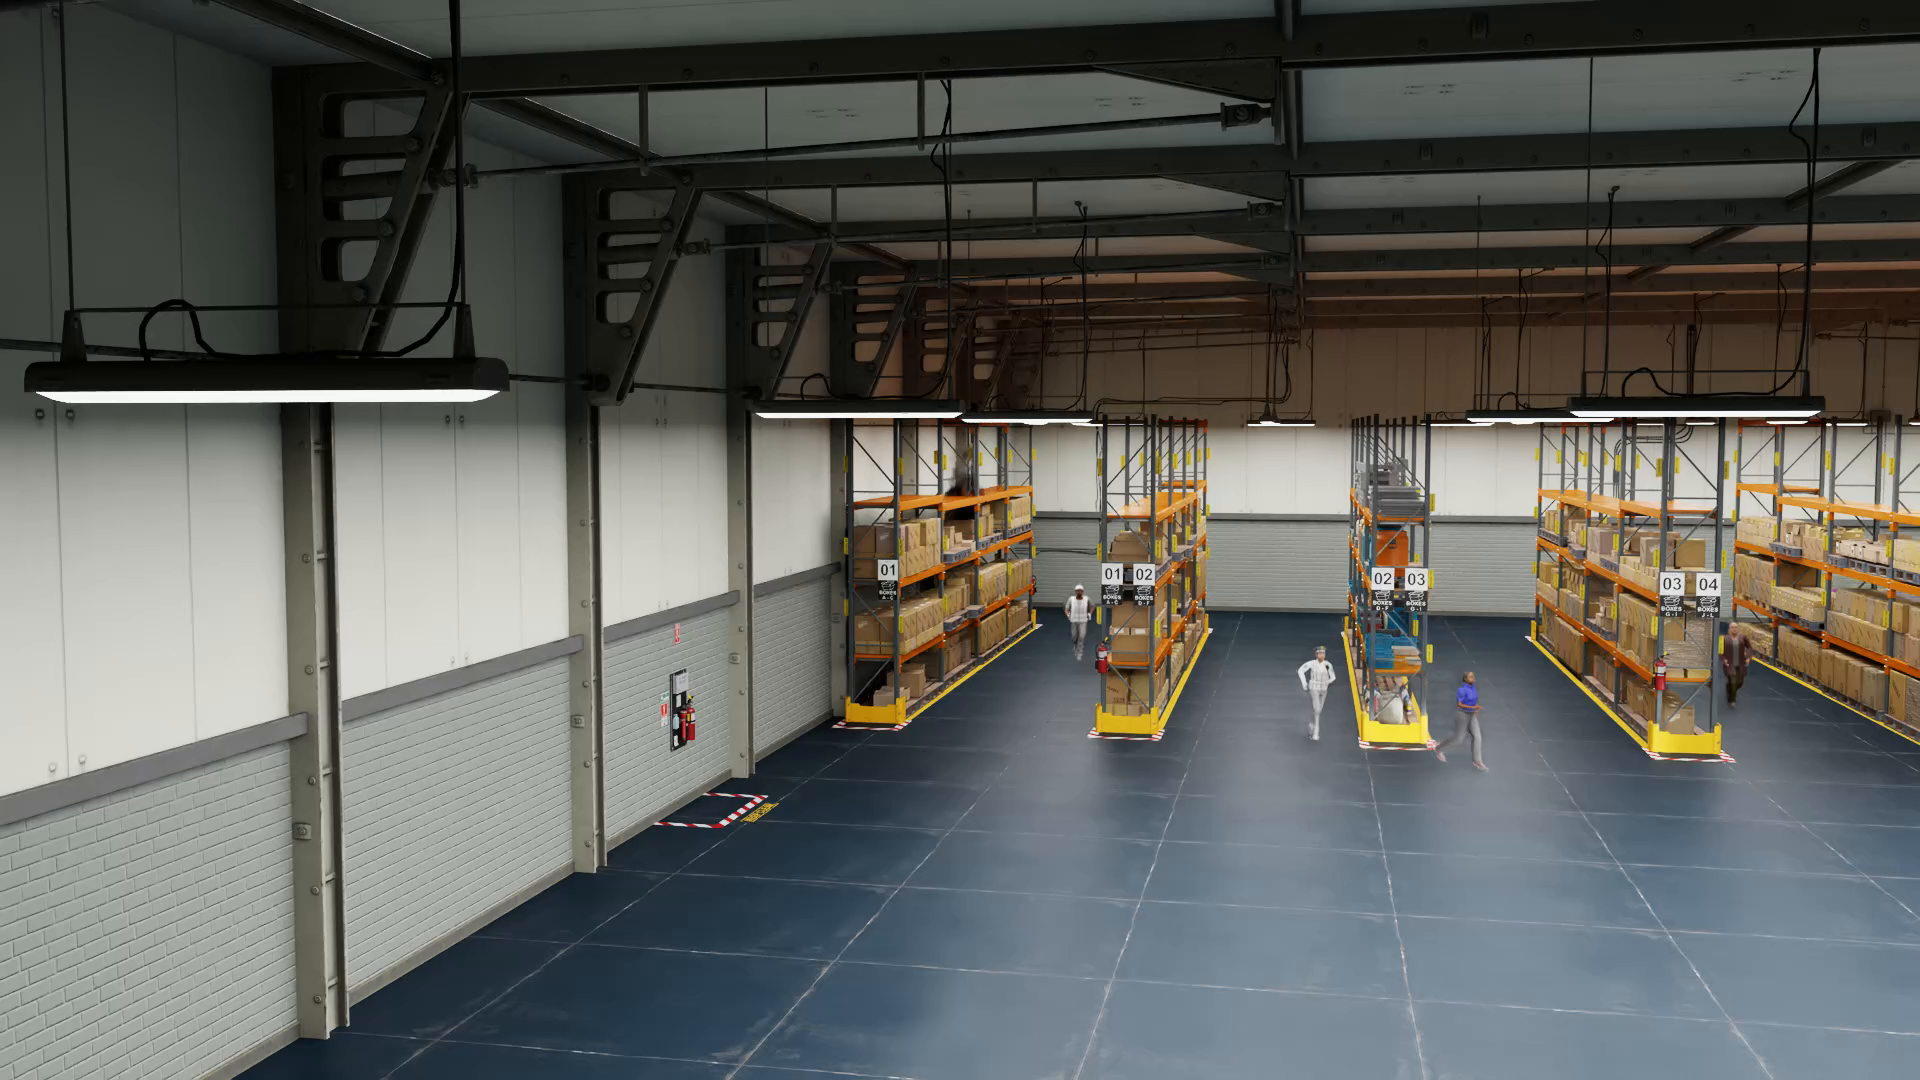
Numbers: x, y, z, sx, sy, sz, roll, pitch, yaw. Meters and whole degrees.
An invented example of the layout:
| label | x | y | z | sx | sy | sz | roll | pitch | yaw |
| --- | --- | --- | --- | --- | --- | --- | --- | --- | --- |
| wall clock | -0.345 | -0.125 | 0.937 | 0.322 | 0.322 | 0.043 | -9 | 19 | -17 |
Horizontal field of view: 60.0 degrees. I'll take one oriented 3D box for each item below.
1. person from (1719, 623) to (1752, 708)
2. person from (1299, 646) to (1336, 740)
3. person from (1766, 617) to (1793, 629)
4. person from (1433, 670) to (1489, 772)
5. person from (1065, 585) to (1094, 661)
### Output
| label | x | y | z | sx | sy | sz | roll | pitch | yaw |
| --- | --- | --- | --- | --- | --- | --- | --- | --- | --- |
| person | 15.968 | 2.568 | 34.363 | 0.718 | 1.756 | 0.702 | 1 | 4 | 11 |
| person | 6.661 | 2.834 | 30.960 | 0.618 | 1.757 | 0.706 | -1 | 4 | -13 |
| person | 22.192 | 1.824 | 45.056 | 0.840 | 1.811 | 0.683 | 1 | 4 | 10 |
| person | 8.517 | 3.028 | 28.126 | 0.585 | 1.673 | 0.935 | -3 | 5 | -40 |
| person | 2.826 | 1.941 | 39.378 | 0.682 | 1.765 | 0.855 | 0 | 4 | 5 |
